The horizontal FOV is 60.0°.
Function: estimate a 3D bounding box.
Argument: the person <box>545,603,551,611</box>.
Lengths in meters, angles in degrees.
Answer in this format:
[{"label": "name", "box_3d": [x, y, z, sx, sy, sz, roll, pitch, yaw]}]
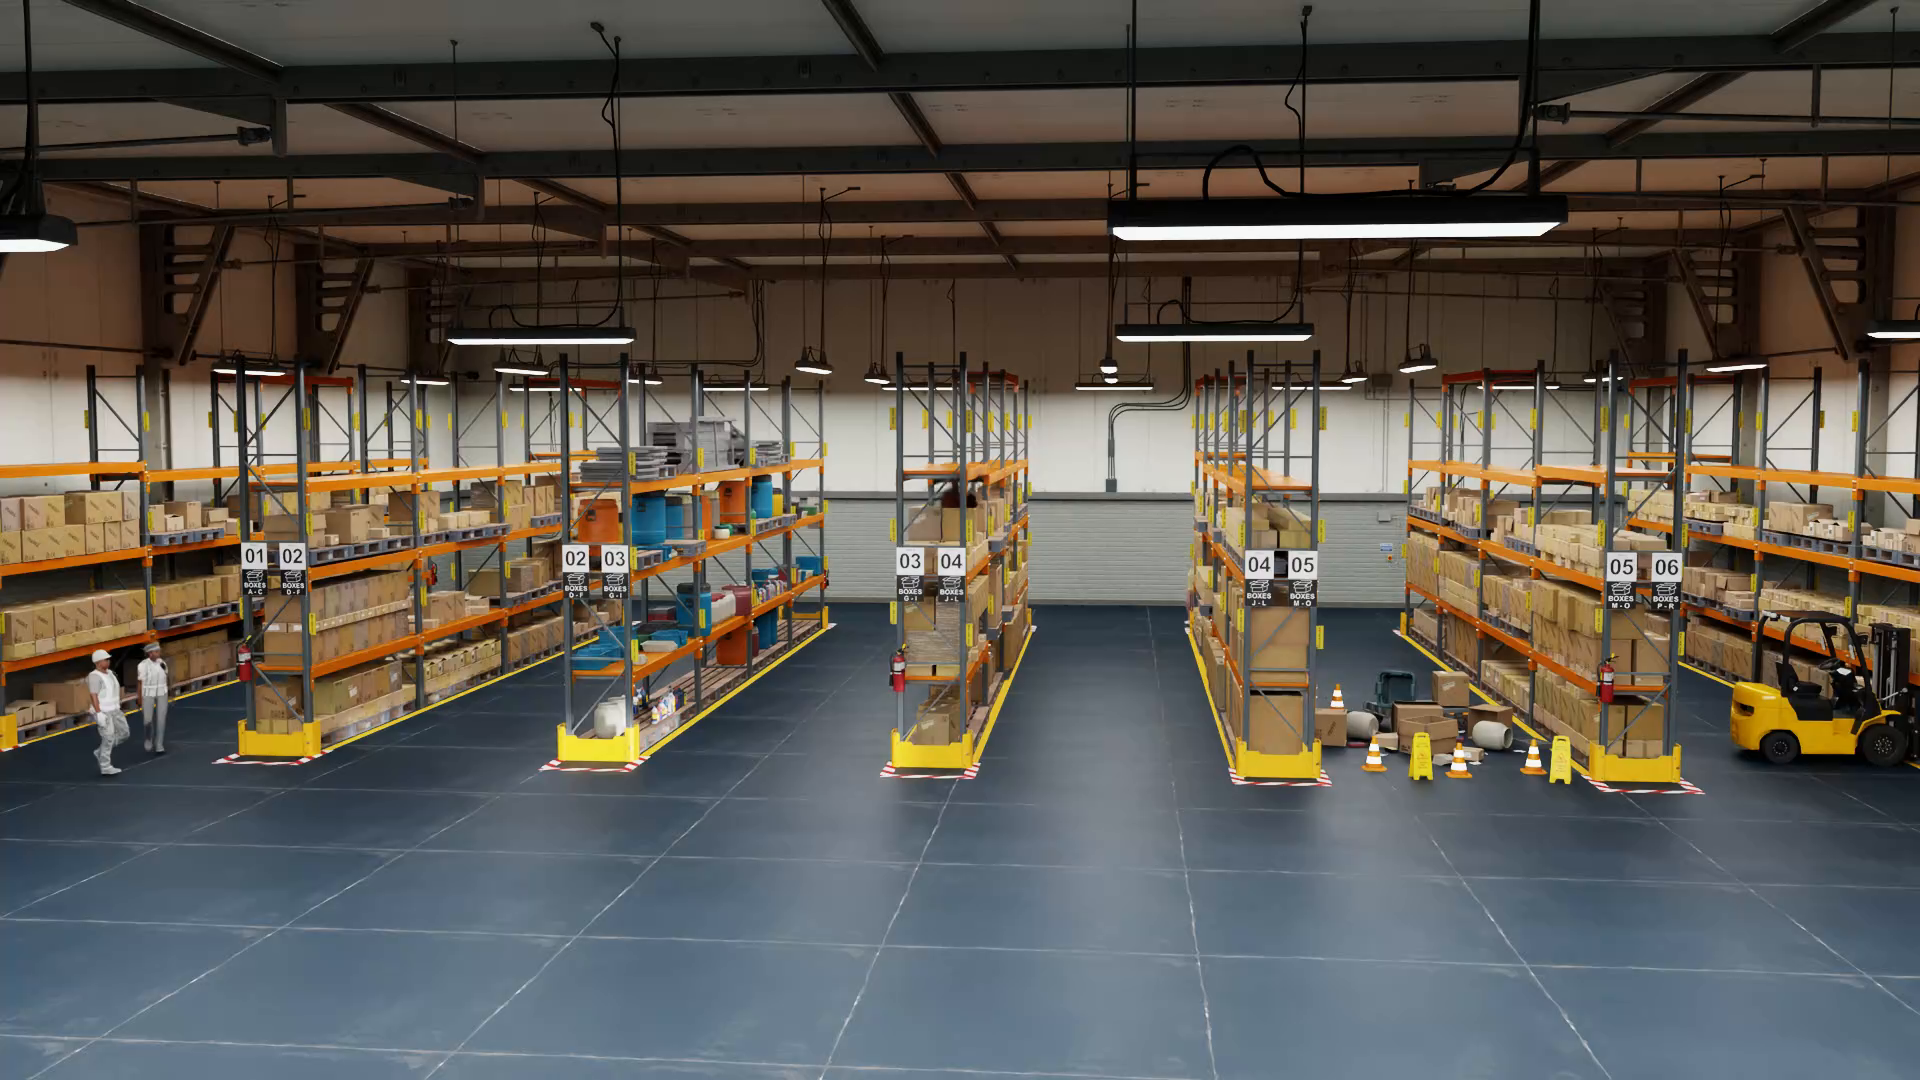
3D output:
[{"label": "person", "box_3d": [-10.572, 1.193, 42.501, 0.402, 1.554, 0.892, 0, 4, 0]}]

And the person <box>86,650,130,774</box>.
[{"label": "person", "box_3d": [-12.116, 2.428, 23.524, 0.518, 1.772, 0.574, 0, 4, 6]}]

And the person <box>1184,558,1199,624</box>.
[{"label": "person", "box_3d": [5.803, 1.247, 41.041, 0.619, 1.649, 0.466, -3, 5, -33]}]

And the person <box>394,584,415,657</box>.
[{"label": "person", "box_3d": [-11.530, 1.735, 34.593, 0.660, 1.666, 0.958, 0, 4, 5]}]

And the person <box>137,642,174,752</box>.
[{"label": "person", "box_3d": [-12.142, 2.367, 25.101, 0.517, 1.679, 0.447, -3, 5, -36]}]
